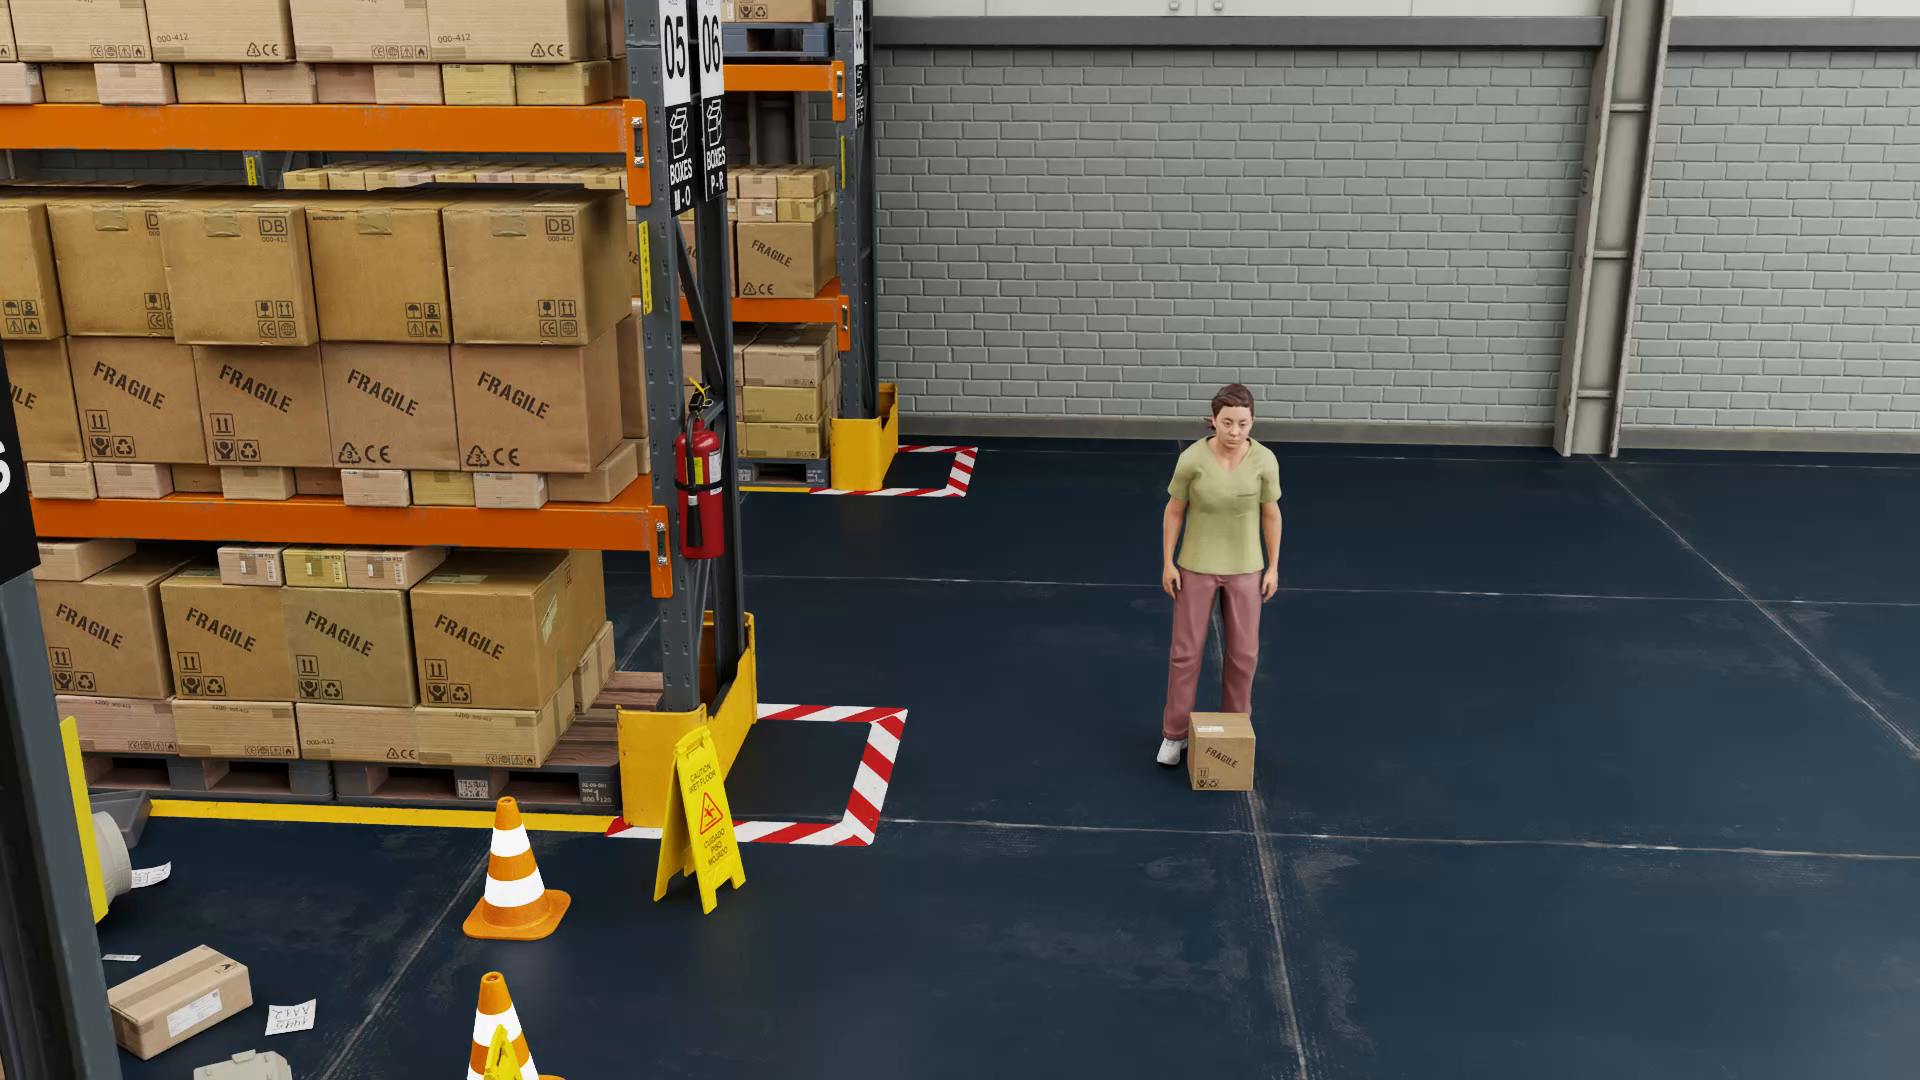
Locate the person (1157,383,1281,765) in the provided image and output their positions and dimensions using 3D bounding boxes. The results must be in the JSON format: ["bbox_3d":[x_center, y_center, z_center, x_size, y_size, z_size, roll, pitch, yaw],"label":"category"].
[{"bbox_3d":[1.112,0.146,7.090,0.499,1.673,0.356,1,18,4],"label":"person"}]
